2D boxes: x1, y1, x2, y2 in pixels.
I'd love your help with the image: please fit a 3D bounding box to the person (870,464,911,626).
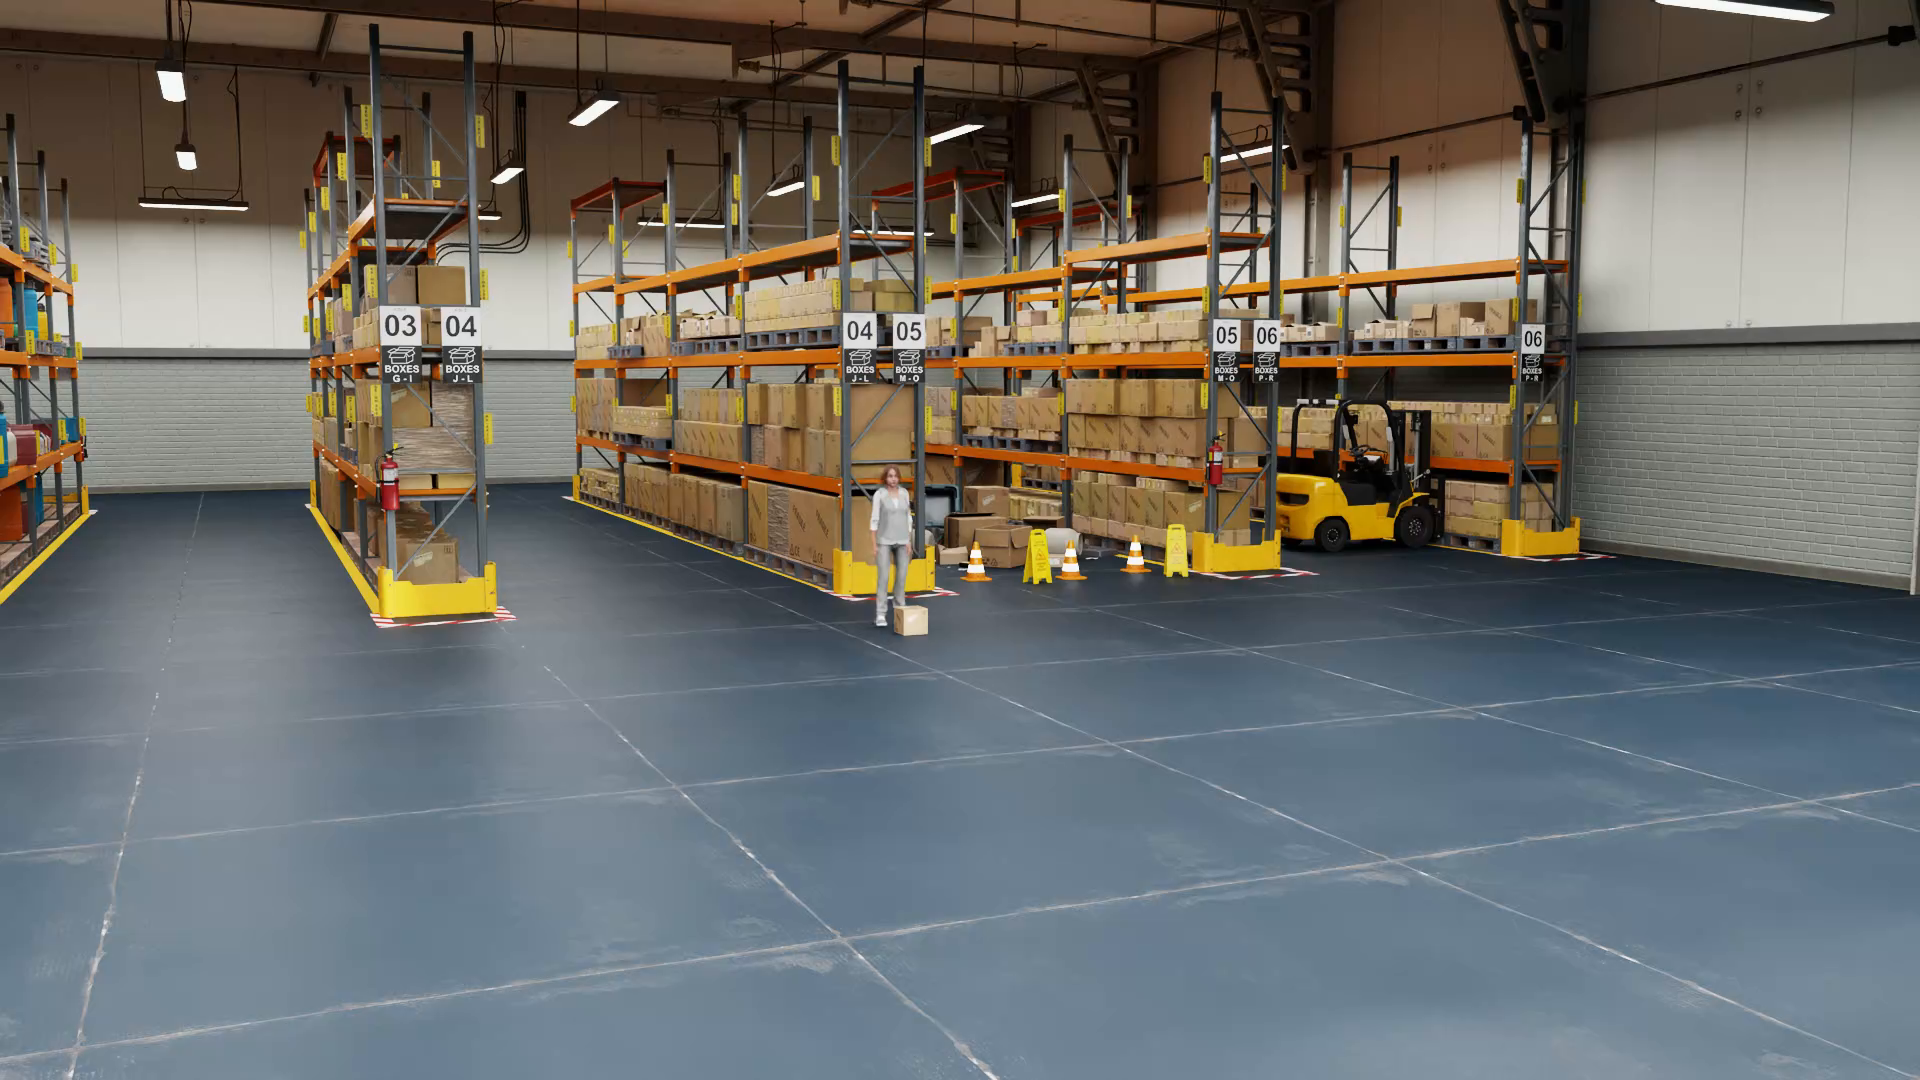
[{"bbox_3d":[-0.681,0.065,16.506,0.421,1.576,0.306,-2,6,-24],"label":"person"}]
